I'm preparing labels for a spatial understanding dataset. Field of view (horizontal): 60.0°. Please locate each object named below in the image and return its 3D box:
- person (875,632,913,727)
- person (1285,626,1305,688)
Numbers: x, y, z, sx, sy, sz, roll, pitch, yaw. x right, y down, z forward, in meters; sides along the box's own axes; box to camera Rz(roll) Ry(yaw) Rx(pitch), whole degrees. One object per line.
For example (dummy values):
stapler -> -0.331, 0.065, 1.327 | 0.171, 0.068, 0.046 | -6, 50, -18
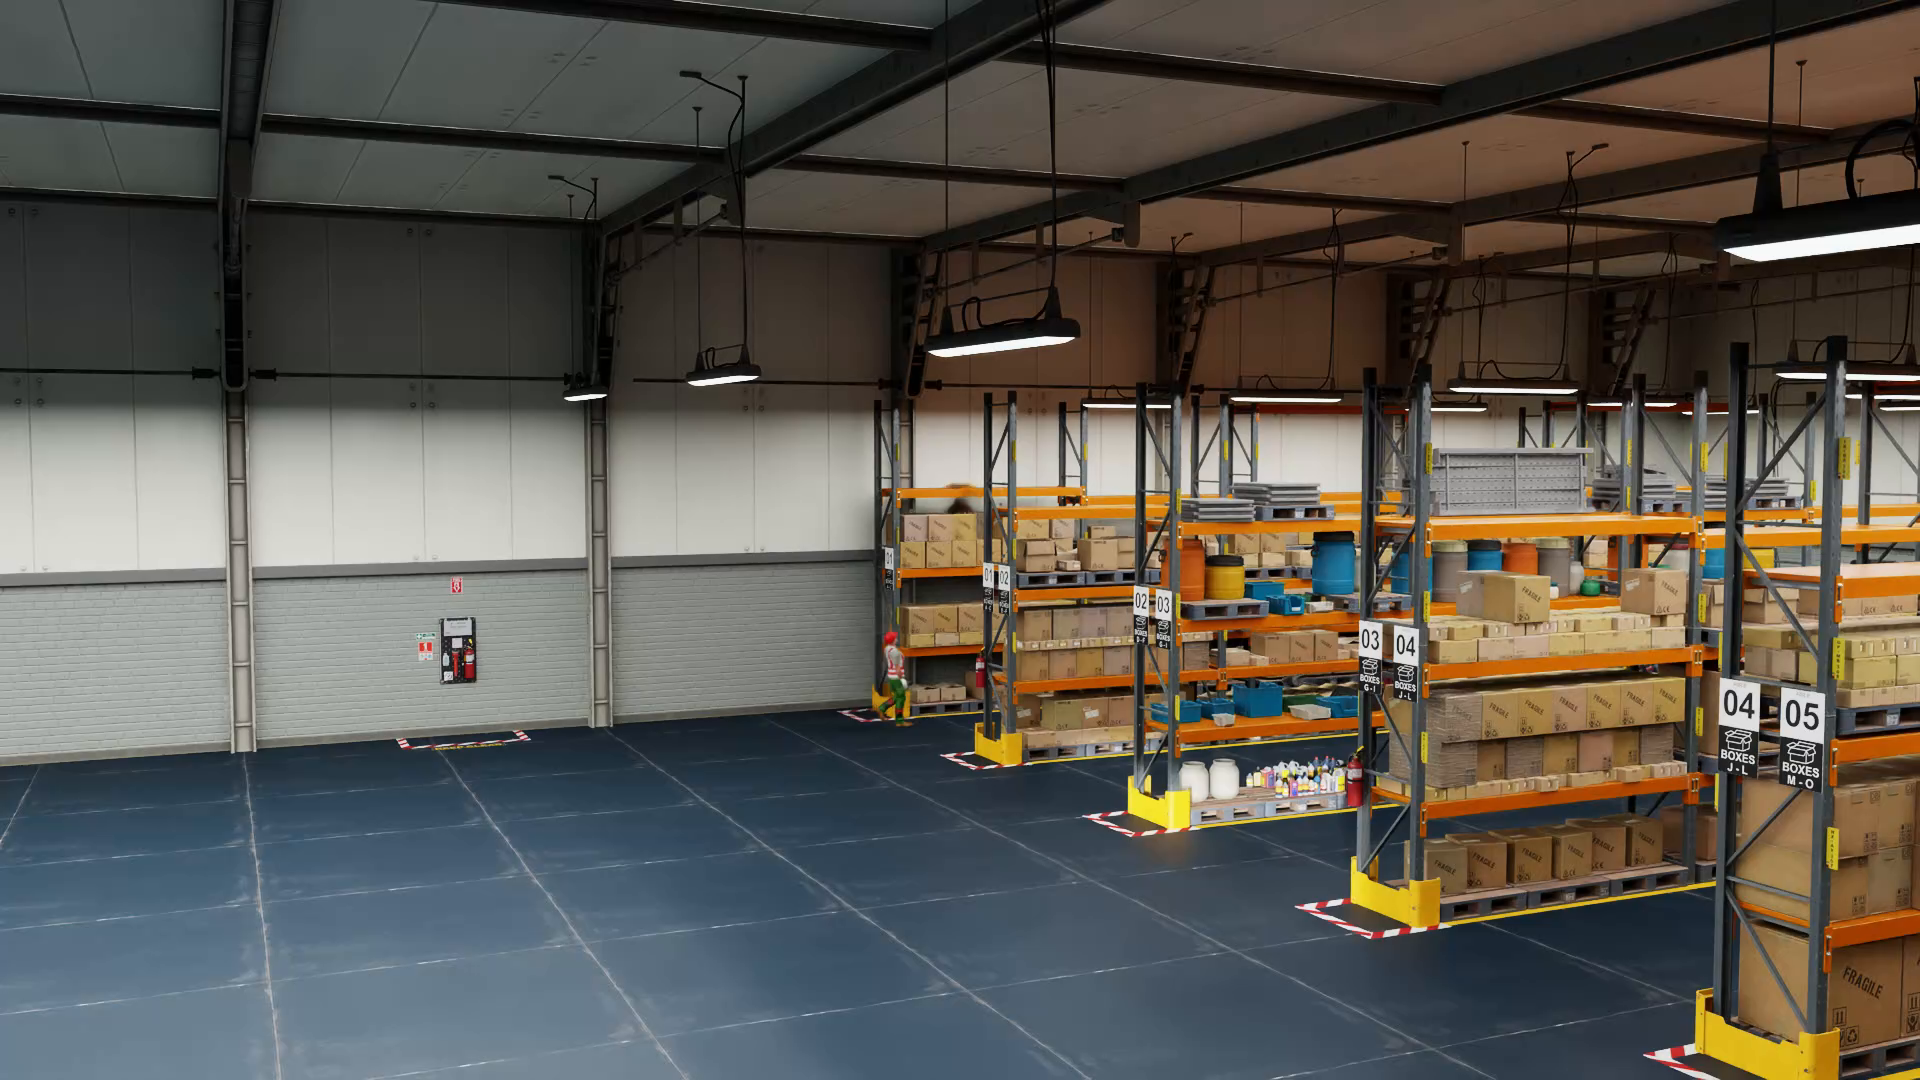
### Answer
person -> -1.201, 2.521, 30.194 | 0.683, 1.748, 0.580 | 0, 3, -3
person -> 6.712, 2.451, 32.914 | 0.516, 1.579, 0.432 | -2, 4, -30
